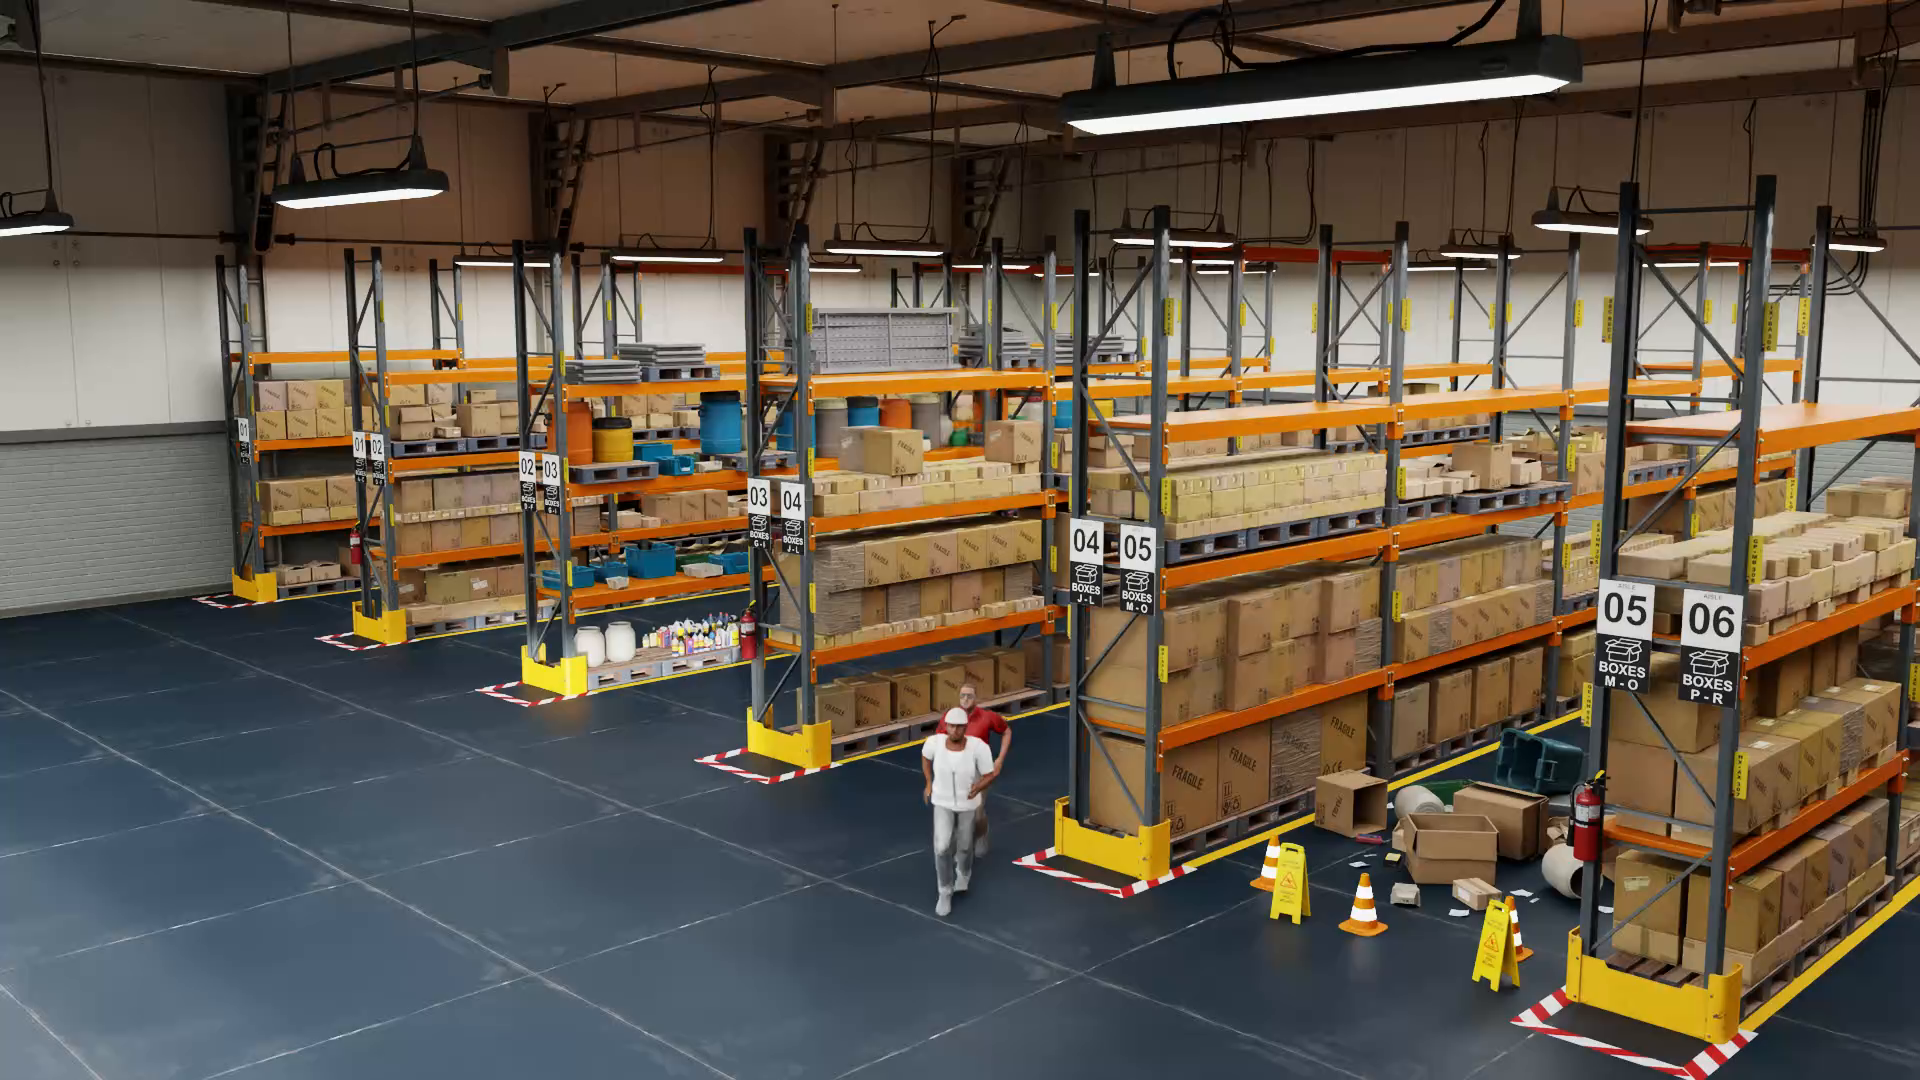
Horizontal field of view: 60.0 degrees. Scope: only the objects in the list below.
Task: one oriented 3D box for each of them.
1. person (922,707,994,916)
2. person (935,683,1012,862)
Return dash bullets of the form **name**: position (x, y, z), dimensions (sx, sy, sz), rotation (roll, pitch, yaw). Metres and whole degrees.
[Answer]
- **person**: position (-0.019, 2.263, 14.285), dimensions (0.623, 1.723, 0.842), rotation (0, 8, 0)
- **person**: position (0.085, 2.170, 15.373), dimensions (0.703, 1.700, 0.606), rotation (2, 8, 14)
